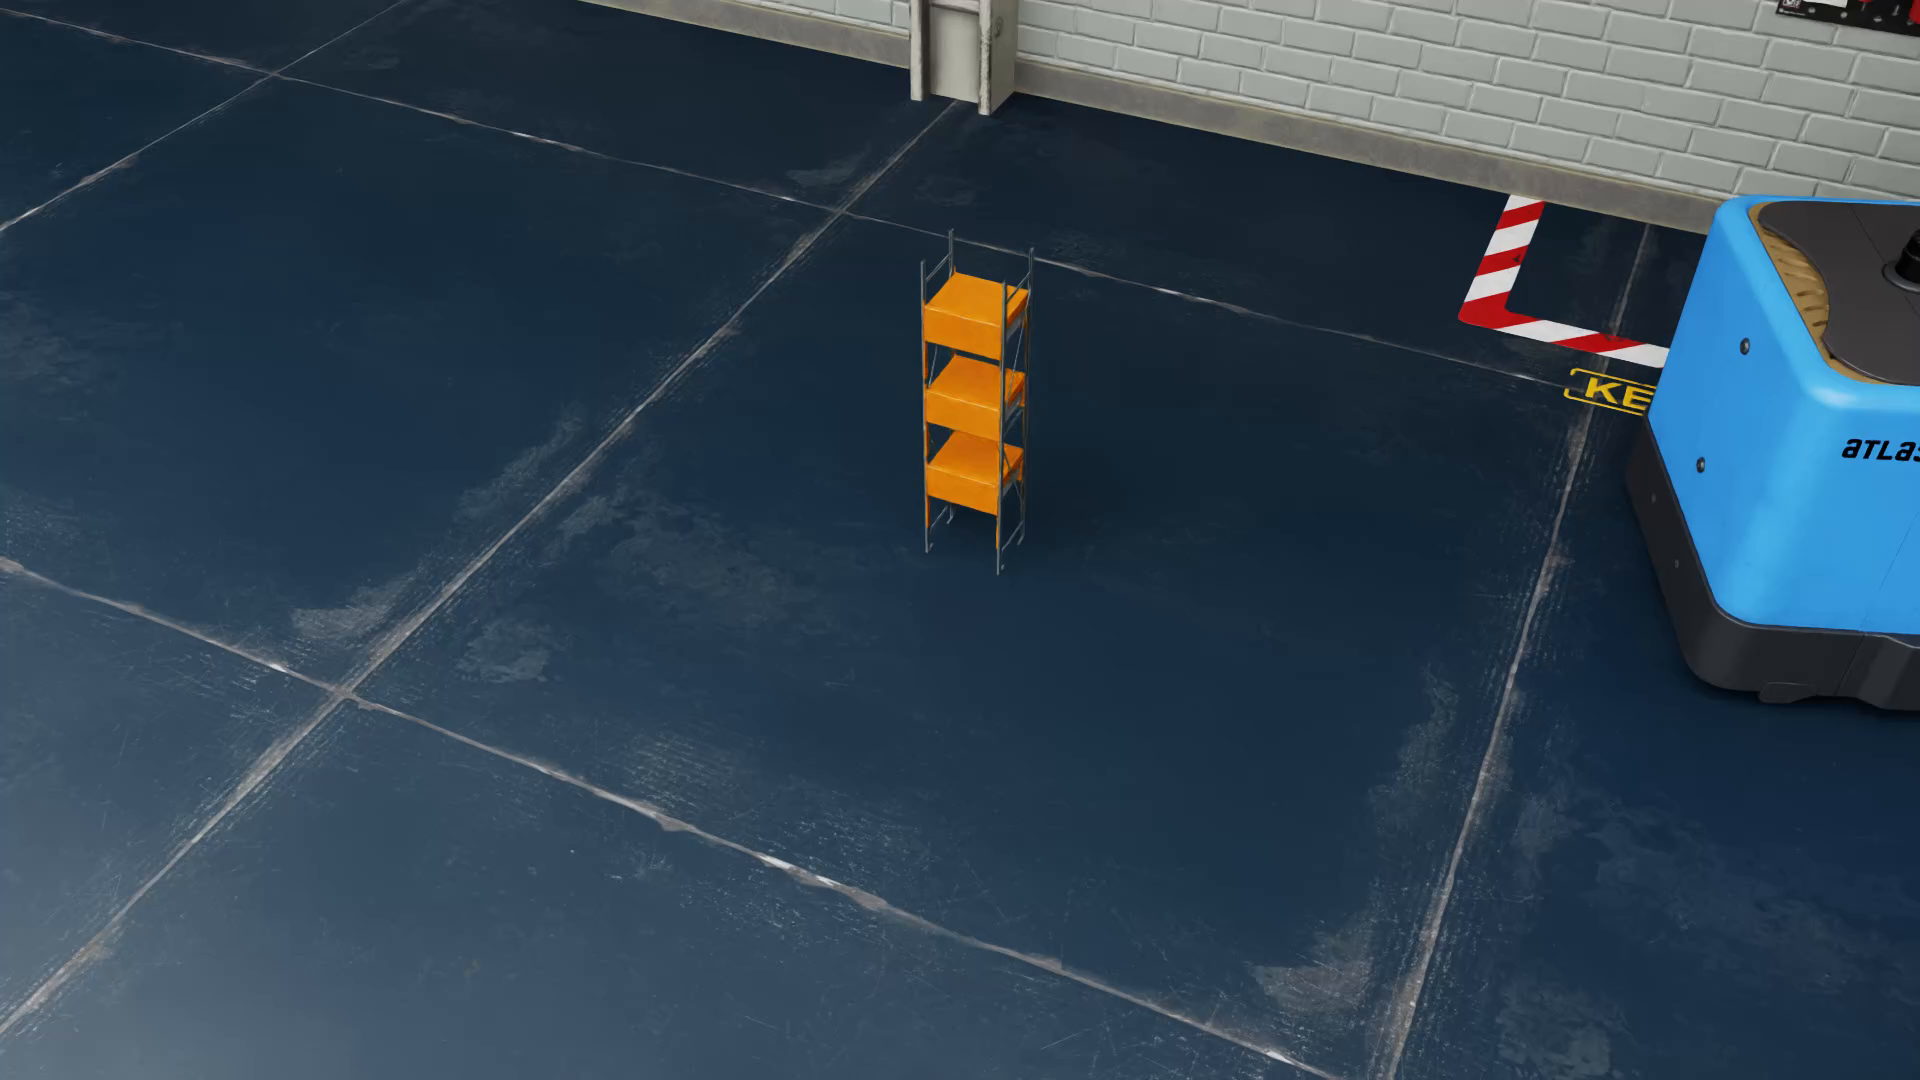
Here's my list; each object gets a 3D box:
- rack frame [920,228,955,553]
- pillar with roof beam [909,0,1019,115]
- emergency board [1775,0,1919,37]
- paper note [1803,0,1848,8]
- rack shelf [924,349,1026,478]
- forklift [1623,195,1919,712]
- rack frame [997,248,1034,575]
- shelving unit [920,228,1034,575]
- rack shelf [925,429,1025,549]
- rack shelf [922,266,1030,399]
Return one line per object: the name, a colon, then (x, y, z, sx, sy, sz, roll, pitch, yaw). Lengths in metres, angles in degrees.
rack frame: (-0.062, -0.416, 4.928, 0.008, 1.050, 0.200, 17, 44, 19)
pillar with roof beam: (-1.803, -2.890, 1.713, 0.400, 9.000, 9.100, 17, 44, 19)
emergency board: (3.231, -2.223, 5.525, 0.643, 1.169, 0.194, 17, 44, 19)
paper note: (3.100, -1.980, 5.917, 0.142, 0.148, 0.016, 17, 44, 19)
rack shelf: (0.048, -0.374, 4.896, 0.240, 0.259, 0.215, 17, 44, 19)
forklift: (3.615, -0.891, 4.040, 3.031, 2.935, 1.130, 3, 41, 4)
rack frame: (0.159, -0.348, 4.850, 0.008, 1.050, 0.200, 17, 44, 19)
shelving unit: (0.048, -0.382, 4.889, 0.252, 1.050, 0.215, 17, 44, 19)
rack shelf: (0.048, -0.164, 5.078, 0.240, 0.259, 0.215, 17, 44, 19)
rack shelf: (0.048, -0.588, 4.710, 0.240, 0.259, 0.215, 17, 44, 19)
